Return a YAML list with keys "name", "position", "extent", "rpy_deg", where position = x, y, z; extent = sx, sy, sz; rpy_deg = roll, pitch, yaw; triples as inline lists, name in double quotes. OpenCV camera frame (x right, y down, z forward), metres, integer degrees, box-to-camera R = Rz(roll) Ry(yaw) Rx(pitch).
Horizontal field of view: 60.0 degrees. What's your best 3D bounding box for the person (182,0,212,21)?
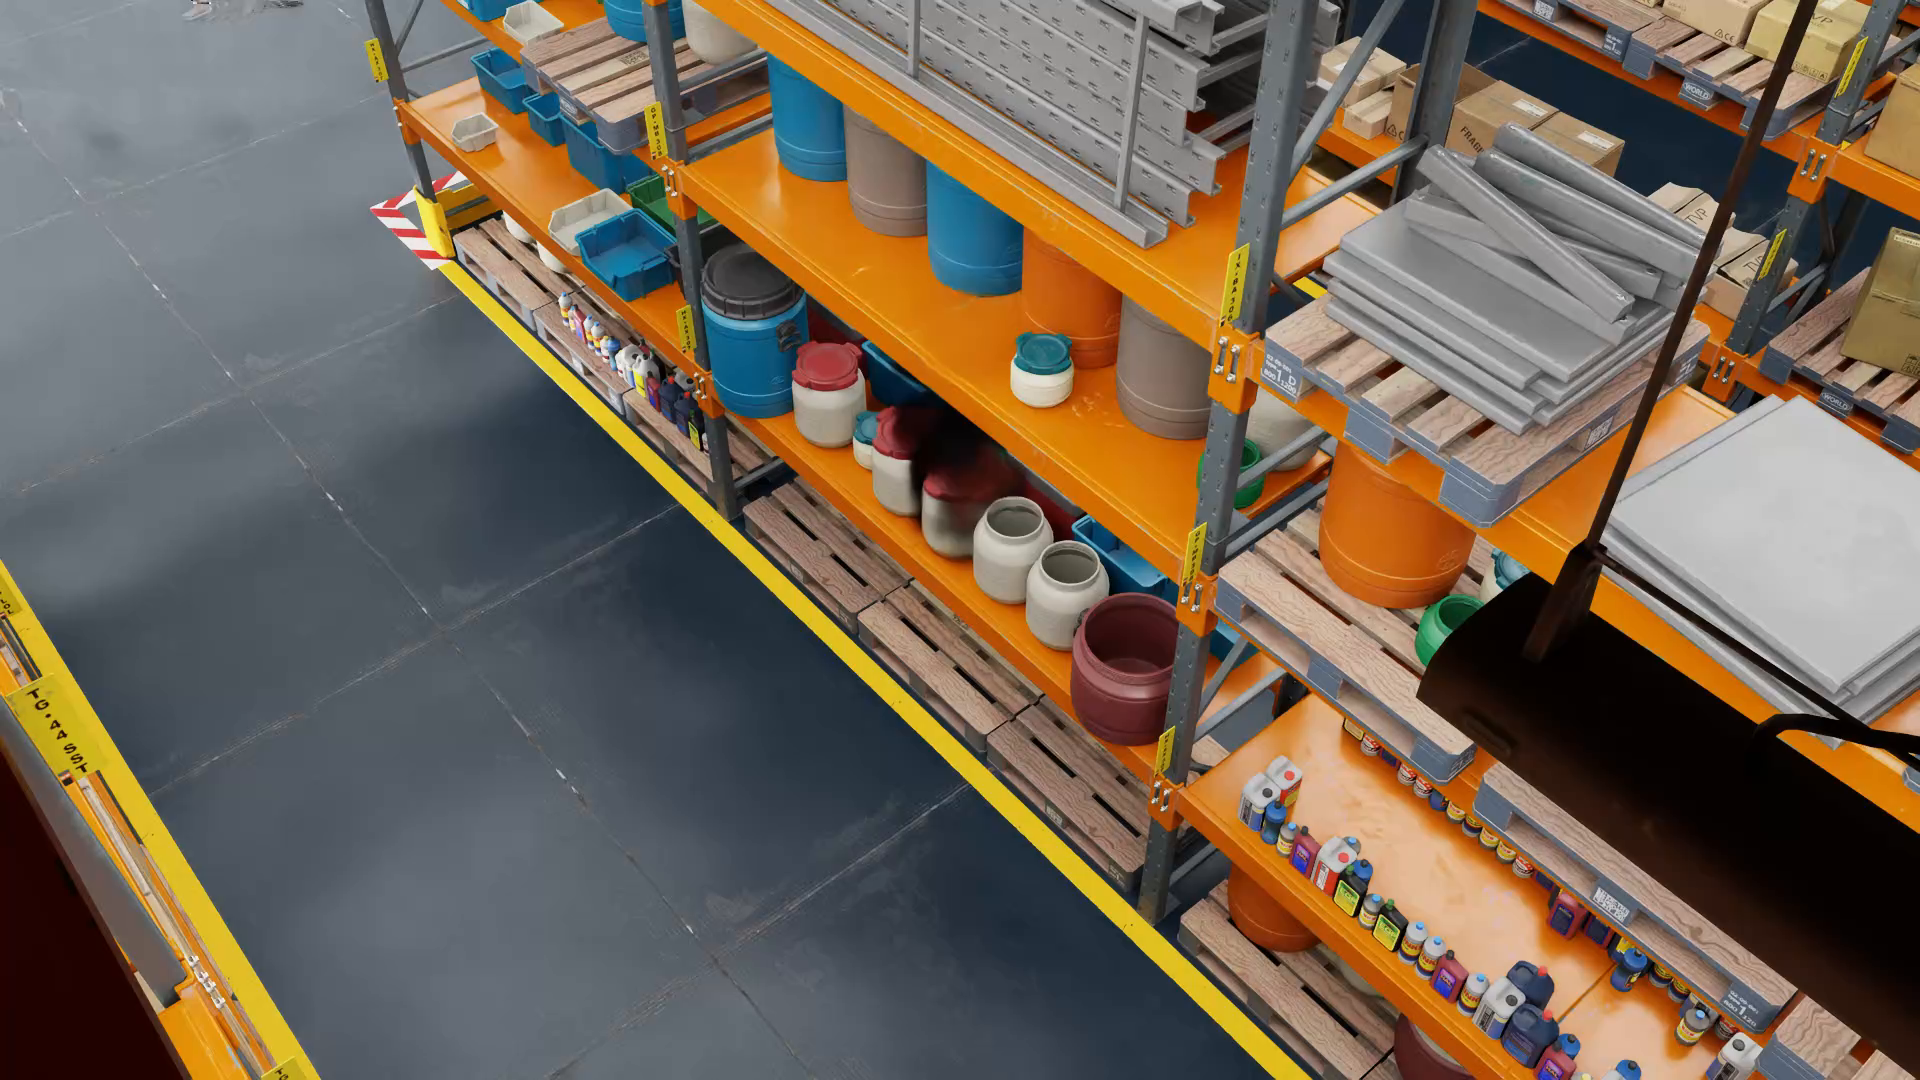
- name: "person"
  position: [-6.855, -5.596, 15.096]
  extent: [0.924, 1.696, 0.604]
  rpy_deg: [-11, 47, -10]
